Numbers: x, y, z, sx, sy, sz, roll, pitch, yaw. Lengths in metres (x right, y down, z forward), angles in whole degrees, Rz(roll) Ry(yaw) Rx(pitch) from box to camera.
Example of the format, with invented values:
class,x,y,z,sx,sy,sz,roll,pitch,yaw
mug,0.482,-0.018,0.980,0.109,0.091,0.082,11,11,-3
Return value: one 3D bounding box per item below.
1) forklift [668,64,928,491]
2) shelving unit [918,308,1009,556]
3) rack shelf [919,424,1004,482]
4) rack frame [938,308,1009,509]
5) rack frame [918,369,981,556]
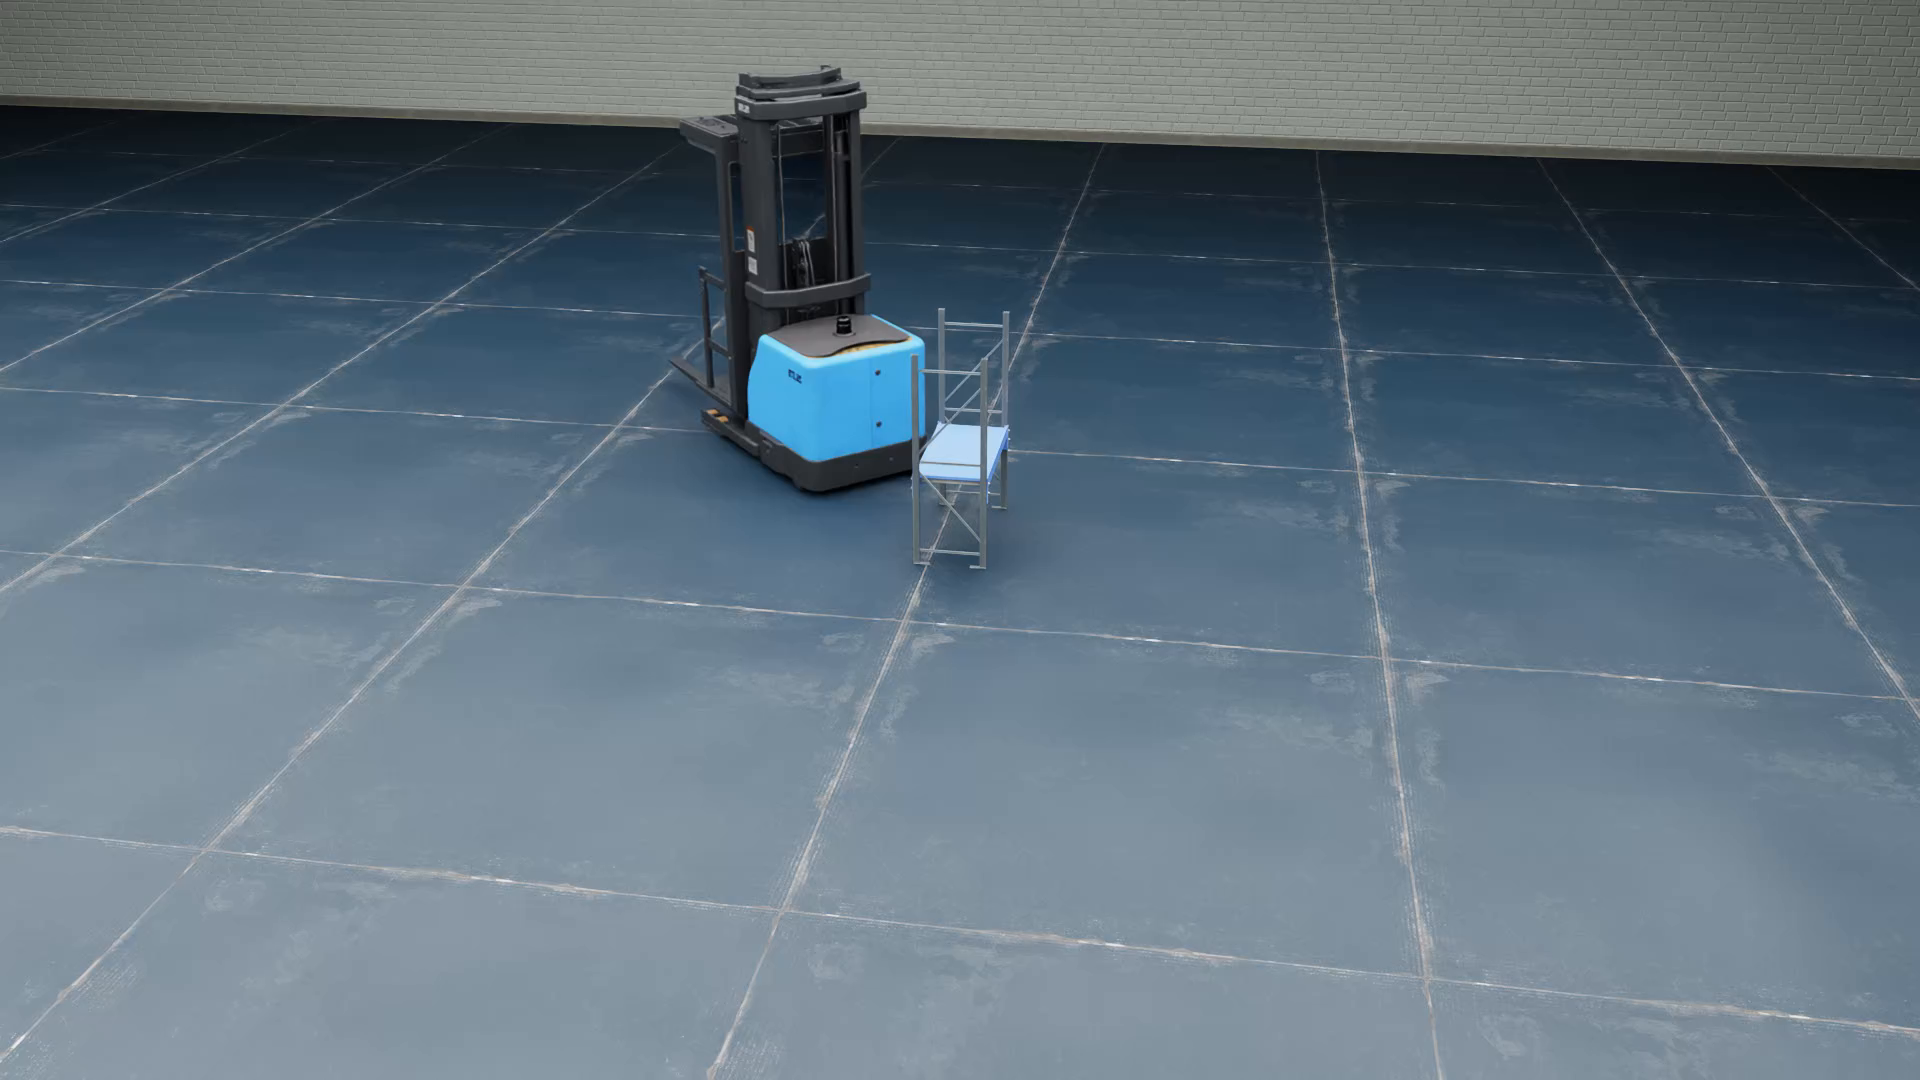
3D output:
class,x,y,z,sx,sy,sz,roll,pitch,yaw
forklift,-1.471,-2.265,13.131,1.130,2.935,3.031,-15,29,-29
shelving unit,0.015,-0.717,11.512,0.500,1.500,1.039,4,25,9
rack shelf,0.014,-0.612,11.556,0.459,0.026,0.952,4,25,9
rack frame,0.097,-0.928,11.962,0.500,1.500,0.032,4,25,9
rack frame,-0.071,-0.502,11.054,0.475,1.308,0.013,4,25,9
